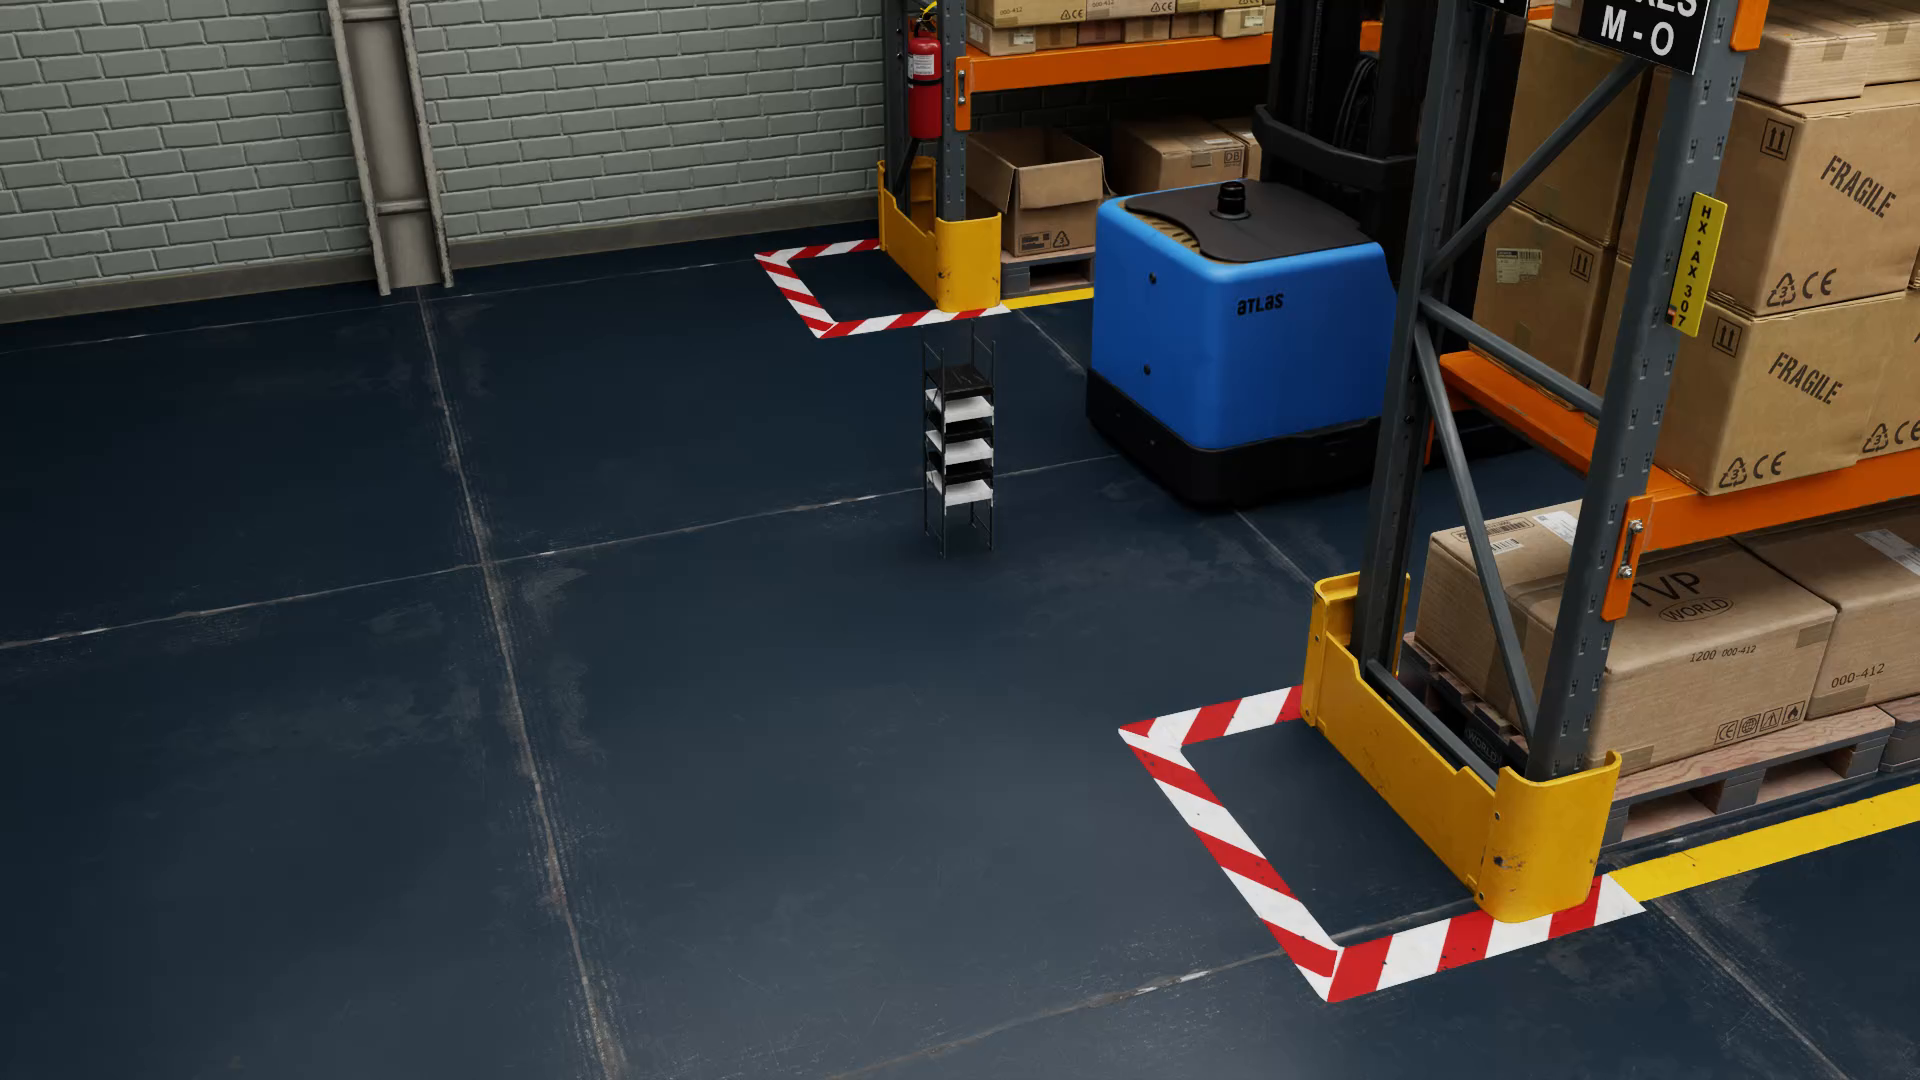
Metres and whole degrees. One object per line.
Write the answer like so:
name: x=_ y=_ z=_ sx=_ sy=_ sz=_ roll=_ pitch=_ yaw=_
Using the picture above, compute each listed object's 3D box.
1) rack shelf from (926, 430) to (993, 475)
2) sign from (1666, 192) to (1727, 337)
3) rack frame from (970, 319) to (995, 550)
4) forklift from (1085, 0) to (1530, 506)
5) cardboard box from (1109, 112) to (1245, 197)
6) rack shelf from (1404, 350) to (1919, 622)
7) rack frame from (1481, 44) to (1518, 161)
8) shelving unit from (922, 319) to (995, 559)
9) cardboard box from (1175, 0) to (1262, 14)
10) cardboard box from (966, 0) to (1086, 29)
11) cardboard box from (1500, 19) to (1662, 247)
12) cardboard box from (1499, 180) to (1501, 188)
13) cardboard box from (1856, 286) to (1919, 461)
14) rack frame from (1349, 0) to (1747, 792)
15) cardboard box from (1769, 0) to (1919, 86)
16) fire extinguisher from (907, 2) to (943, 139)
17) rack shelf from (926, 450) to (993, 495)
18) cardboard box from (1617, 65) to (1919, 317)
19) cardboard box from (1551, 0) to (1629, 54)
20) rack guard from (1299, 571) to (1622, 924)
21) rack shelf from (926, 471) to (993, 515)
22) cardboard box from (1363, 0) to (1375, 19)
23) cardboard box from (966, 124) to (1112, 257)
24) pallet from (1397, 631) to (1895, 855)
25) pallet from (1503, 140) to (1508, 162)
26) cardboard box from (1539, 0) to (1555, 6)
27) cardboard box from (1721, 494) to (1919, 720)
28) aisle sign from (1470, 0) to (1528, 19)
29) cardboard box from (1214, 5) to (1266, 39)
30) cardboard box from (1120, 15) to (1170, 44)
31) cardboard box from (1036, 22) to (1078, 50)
rack shelf: x=-0.008 y=-0.361 z=6.541 sx=0.200 sy=0.077 sz=0.258 roll=-10 pitch=31 yaw=-18
sign: x=1.722 y=-0.643 z=3.893 sx=0.005 sy=0.325 sz=0.100 roll=-10 pitch=31 yaw=-18
rack frame: x=0.088 y=-0.407 z=6.556 sx=0.006 sy=0.900 sz=0.240 roll=-10 pitch=31 yaw=-18
forklift: x=2.137 y=-1.891 z=7.109 sx=3.031 sy=2.935 sz=1.130 roll=-13 pitch=32 yaw=-21
cardboard box: x=1.221 y=-2.080 z=9.472 sx=0.500 sy=0.500 sz=0.700 roll=-9 pitch=31 yaw=-16
rack shelf: x=3.409 y=-0.523 z=5.365 sx=4.000 sy=0.370 sz=1.077 roll=-10 pitch=31 yaw=-18
rack frame: x=3.549 y=-3.483 z=9.834 sx=0.127 sy=3.000 sz=1.000 roll=-10 pitch=31 yaw=-18
shelving unit: x=-0.008 y=-0.390 z=6.525 sx=0.210 sy=0.900 sz=0.258 roll=-10 pitch=31 yaw=-18
cardboard box: x=1.266 y=-2.986 z=8.813 sx=0.500 sy=0.250 sz=0.500 roll=-11 pitch=31 yaw=-19
cardboard box: x=0.319 y=-2.810 z=8.504 sx=0.500 sy=0.250 sz=0.500 roll=-10 pitch=31 yaw=-17
cardboard box: x=1.903 y=-1.162 z=4.649 sx=0.500 sy=0.500 sz=0.500 roll=-9 pitch=31 yaw=-16
cardboard box: x=3.129 y=-2.195 z=10.028 sx=0.250 sy=0.149 sz=0.380 roll=-11 pitch=32 yaw=-19
cardboard box: x=2.549 y=-0.584 z=4.644 sx=0.500 sy=0.500 sz=0.500 roll=-11 pitch=31 yaw=-18
rack frame: x=1.534 y=-0.491 z=4.581 sx=0.127 sy=3.000 sz=1.000 roll=-10 pitch=31 yaw=-18
cardboard box: x=2.185 y=-1.261 z=4.168 sx=0.250 sy=0.149 sz=0.380 roll=-10 pitch=31 yaw=-16
fire extinguisher: x=-0.177 y=-2.357 z=8.312 sx=0.183 sy=0.674 sz=0.296 roll=-10 pitch=31 yaw=-18
rack shelf: x=-0.008 y=-0.282 z=6.586 sx=0.200 sy=0.077 sz=0.258 roll=-10 pitch=31 yaw=-18
cardboard box: x=2.084 y=-0.919 z=4.222 sx=0.500 sy=0.500 sz=0.500 roll=-11 pitch=32 yaw=-19
cardboard box: x=1.801 y=-1.405 z=4.420 sx=0.250 sy=0.149 sz=0.380 roll=-10 pitch=31 yaw=-17
rack guard: x=1.512 y=0.600 z=5.192 sx=0.348 sy=0.500 sz=1.175 roll=-10 pitch=31 yaw=-18
rack shelf: x=-0.008 y=-0.204 z=6.630 sx=0.200 sy=0.077 sz=0.258 roll=-10 pitch=31 yaw=-18
cardboard box: x=2.101 y=-3.008 z=9.254 sx=0.250 sy=0.149 sz=0.380 roll=-10 pitch=31 yaw=-17
cardboard box: x=0.406 y=-1.952 z=9.244 sx=0.637 sy=0.503 sz=0.797 roll=-12 pitch=32 yaw=-20
pallet: x=2.257 y=0.547 z=5.577 sx=1.213 sy=0.211 sz=1.003 roll=-10 pitch=31 yaw=-18
pallet: x=4.298 y=-2.430 z=10.801 sx=1.213 sy=0.211 sz=1.003 roll=-10 pitch=31 yaw=-18
cardboard box: x=3.338 y=-3.202 z=9.594 sx=0.250 sy=0.149 sz=0.380 roll=-10 pitch=31 yaw=-17
cardboard box: x=2.973 y=0.118 z=5.677 sx=0.875 sy=0.438 sz=0.875 roll=-10 pitch=31 yaw=-16
aisle sign: x=1.359 y=-1.752 z=4.168 sx=0.004 sy=0.787 sz=0.394 roll=-10 pitch=31 yaw=-18
cardboard box: x=1.429 y=-2.812 z=8.910 sx=0.250 sy=0.149 sz=0.380 roll=-11 pitch=32 yaw=-19
cardboard box: x=0.919 y=-2.755 z=8.810 sx=0.250 sy=0.149 sz=0.380 roll=-9 pitch=31 yaw=-16
cardboard box: x=0.426 y=-2.679 z=8.675 sx=0.250 sy=0.149 sz=0.380 roll=-10 pitch=31 yaw=-16
